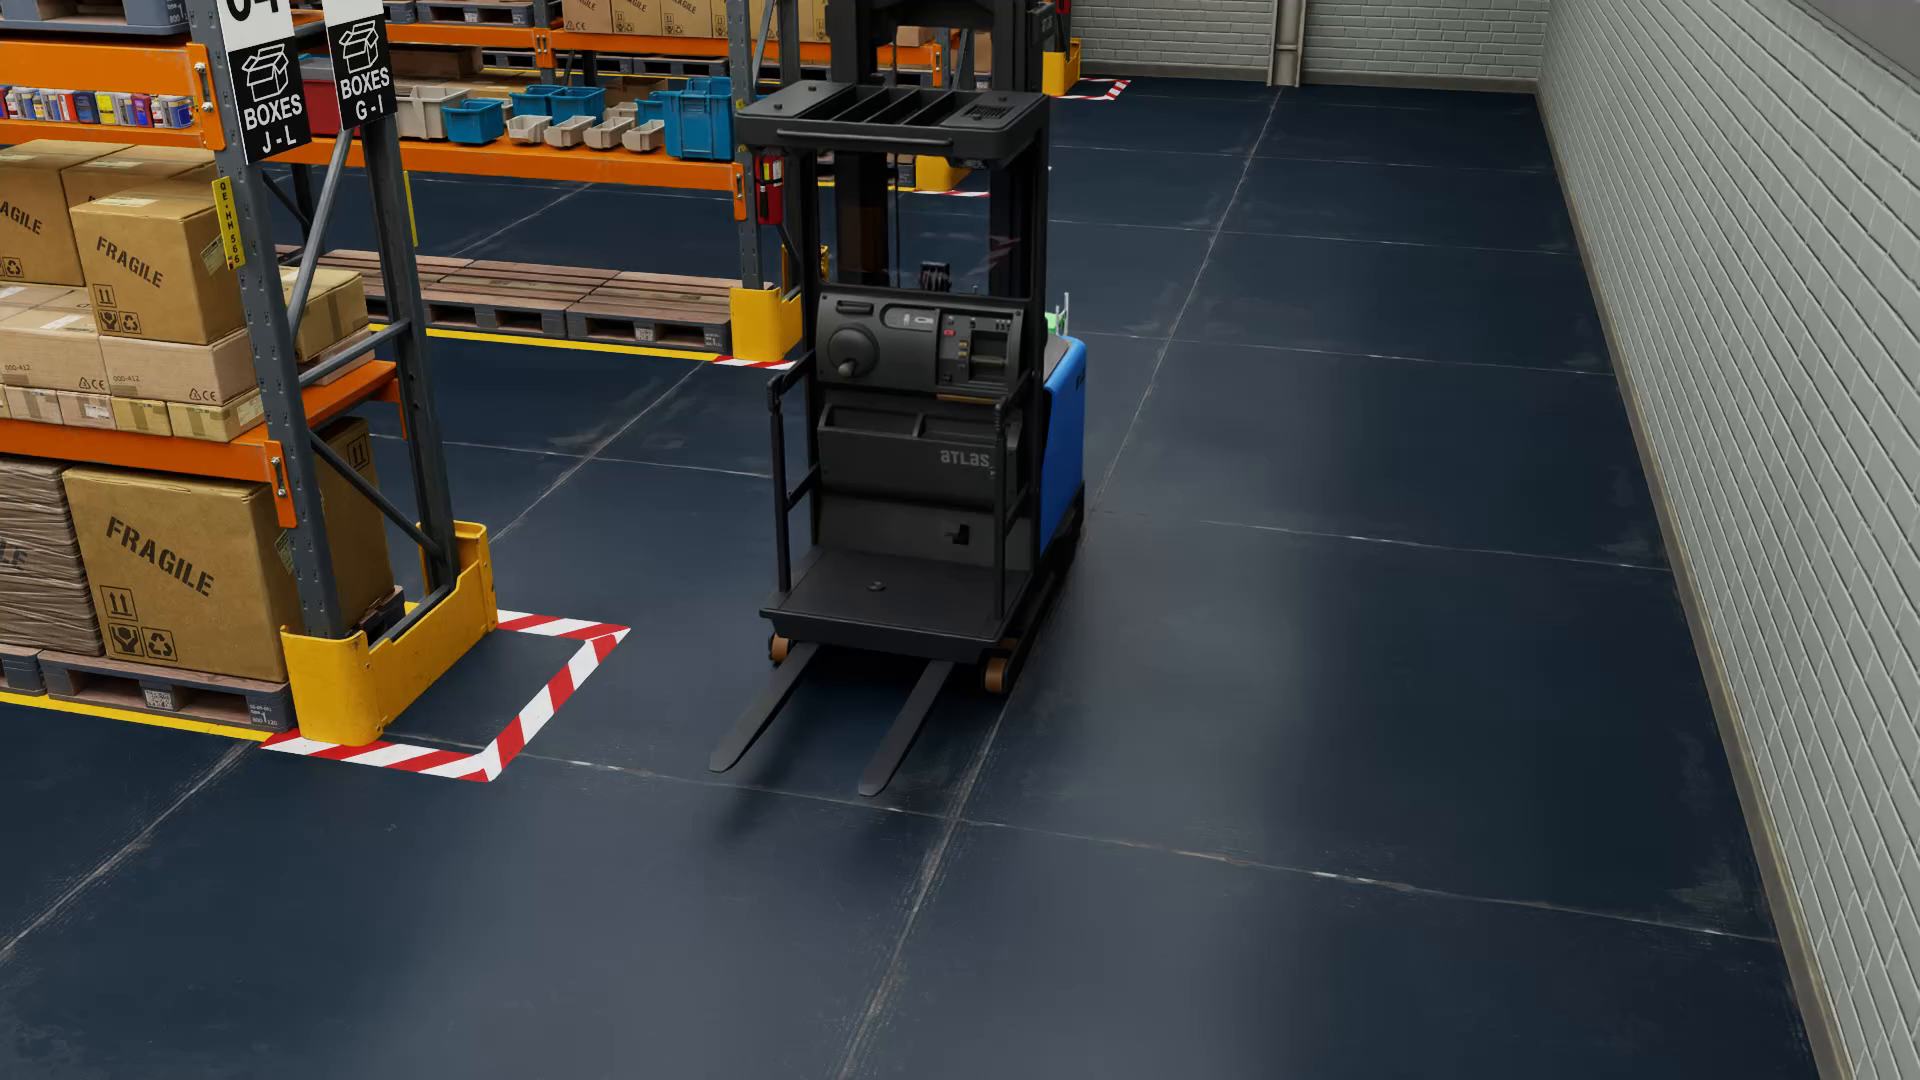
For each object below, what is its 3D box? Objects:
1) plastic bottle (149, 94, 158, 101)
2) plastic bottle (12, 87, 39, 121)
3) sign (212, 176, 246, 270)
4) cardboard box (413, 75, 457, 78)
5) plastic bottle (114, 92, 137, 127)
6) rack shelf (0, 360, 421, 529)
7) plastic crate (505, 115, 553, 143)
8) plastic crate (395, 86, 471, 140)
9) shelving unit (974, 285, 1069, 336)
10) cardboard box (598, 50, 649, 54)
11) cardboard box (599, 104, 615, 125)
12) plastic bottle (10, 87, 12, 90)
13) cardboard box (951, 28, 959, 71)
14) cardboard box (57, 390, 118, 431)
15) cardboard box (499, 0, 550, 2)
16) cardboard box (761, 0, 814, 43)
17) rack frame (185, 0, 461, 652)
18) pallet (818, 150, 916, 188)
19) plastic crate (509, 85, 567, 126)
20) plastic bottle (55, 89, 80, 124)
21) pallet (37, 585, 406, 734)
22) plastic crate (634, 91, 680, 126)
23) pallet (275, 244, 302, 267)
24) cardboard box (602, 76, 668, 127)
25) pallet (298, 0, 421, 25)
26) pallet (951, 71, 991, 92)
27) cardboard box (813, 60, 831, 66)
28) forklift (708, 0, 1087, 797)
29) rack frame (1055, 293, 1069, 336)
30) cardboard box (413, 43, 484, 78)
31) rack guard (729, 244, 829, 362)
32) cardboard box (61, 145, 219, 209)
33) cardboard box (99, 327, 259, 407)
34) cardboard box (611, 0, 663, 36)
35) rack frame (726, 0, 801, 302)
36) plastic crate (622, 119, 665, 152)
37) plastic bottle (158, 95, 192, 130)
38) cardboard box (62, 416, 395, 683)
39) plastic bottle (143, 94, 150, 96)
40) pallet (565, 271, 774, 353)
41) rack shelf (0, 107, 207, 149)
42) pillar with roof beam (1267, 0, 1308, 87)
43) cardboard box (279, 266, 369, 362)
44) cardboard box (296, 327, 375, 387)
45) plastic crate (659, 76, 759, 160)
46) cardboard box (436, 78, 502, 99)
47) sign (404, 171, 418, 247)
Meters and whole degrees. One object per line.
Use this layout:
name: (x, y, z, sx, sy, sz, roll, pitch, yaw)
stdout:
plastic bottle: (-6.157, -3.442, 12.722, 0.097, 0.201, 0.097, 0, 25, 0)
plastic bottle: (-6.815, -3.224, 12.176, 0.135, 0.276, 0.152, 6, 26, 13)
sign: (-2.664, -1.155, 6.064, 0.005, 0.325, 0.100, 6, 26, 13)
cardboard box: (-5.327, -4.634, 17.390, 0.500, 0.500, 0.500, 7, 26, 14)
plastic bottle: (-5.971, -3.131, 11.980, 0.135, 0.276, 0.152, 6, 26, 13)
rack shelf: (-4.452, -0.639, 7.439, 4.000, 0.370, 1.077, 6, 26, 13)
plastic crate: (-2.960, -2.812, 11.404, 0.250, 0.136, 0.298, 6, 26, 13)
plastic crate: (-3.722, -2.973, 11.574, 0.530, 0.282, 0.437, 6, 26, 13)
shelving unit: (0.292, -0.726, 8.880, 0.503, 1.200, 0.258, 7, 26, 14)
cardboard box: (-4.211, -6.693, 21.330, 0.750, 0.750, 0.750, 7, 26, 15)
cardboard box: (-3.565, -4.151, 16.596, 0.500, 0.311, 0.500, 6, 26, 13)
plastic bottle: (-7.281, -3.548, 12.848, 0.133, 0.283, 0.061, 6, 26, 13)
cardboard box: (-0.001, -6.084, 20.459, 0.500, 0.500, 0.700, 6, 26, 13)
cardboard box: (-3.438, -0.592, 6.796, 0.250, 0.149, 0.380, 6, 26, 13)
cardboard box: (-4.321, -5.680, 16.587, 0.500, 0.500, 0.700, -2, 26, -5)
cardboard box: (-1.531, -4.963, 15.568, 0.500, 0.500, 0.500, 7, 26, 13)
rack frame: (-2.515, -0.750, 6.835, 0.127, 3.000, 1.000, 6, 26, 13)
pallet: (-0.890, -3.707, 16.292, 1.213, 0.211, 1.003, 6, 26, 13)
plastic crate: (-3.004, -3.100, 11.896, 0.300, 0.233, 0.416, 6, 26, 13)
plastic bottle: (-6.460, -3.185, 12.094, 0.135, 0.276, 0.152, 6, 26, 13)
pallet: (-3.309, 0.456, 7.546, 1.213, 0.211, 1.003, 6, 26, 13)
plastic crate: (-2.076, -2.997, 11.681, 0.300, 0.233, 0.416, 6, 26, 13)
pallet: (-5.892, -2.081, 12.875, 1.213, 0.211, 1.003, 6, 26, 13)
cardboard box: (-3.296, -4.429, 16.959, 0.500, 0.500, 0.500, 6, 26, 13)
pallet: (-5.907, -5.437, 16.904, 1.213, 0.211, 1.003, 6, 26, 13)
pallet: (0.392, -5.730, 20.540, 1.213, 0.211, 1.003, 6, 26, 13)
cardboard box: (-1.503, -6.247, 20.802, 0.500, 0.500, 0.700, 6, 26, 12)
forklift: (-0.236, -0.829, 7.082, 1.130, 2.935, 3.031, 7, 26, 14)
rack frame: (0.527, -0.698, 8.820, 0.015, 1.200, 0.240, 7, 26, 14)
cardboard box: (-5.294, -4.970, 17.224, 0.500, 0.250, 0.500, 6, 26, 13)
rack guard: (-1.255, -1.686, 11.709, 0.348, 0.500, 1.175, 6, 26, 13)
cardboard box: (-3.397, -1.372, 7.099, 0.500, 0.500, 0.500, 6, 26, 12)
cardboard box: (-3.050, -0.758, 6.680, 0.500, 0.250, 0.500, 6, 26, 12)
cardboard box: (-2.996, -5.125, 15.909, 0.500, 0.500, 0.500, 7, 26, 14)
rack frame: (-1.281, -2.812, 11.166, 0.127, 3.000, 1.000, 6, 26, 13)
plastic crate: (-2.116, -2.732, 11.235, 0.243, 0.136, 0.396, 6, 26, 13)
plastic bottle: (-5.618, -3.091, 11.898, 0.135, 0.276, 0.152, 6, 26, 13)
cardboard box: (-3.155, -0.015, 7.275, 0.875, 0.875, 0.875, 6, 26, 13)
plastic bottle: (-6.264, -3.499, 12.746, 0.133, 0.283, 0.061, 6, 26, 13)
pallet: (-2.070, -1.657, 11.985, 1.213, 0.211, 1.003, 6, 26, 13)
rack shelf: (-7.092, -3.129, 12.670, 4.000, 0.370, 1.077, 6, 26, 13)
pillar with roof beam: (2.944, -7.924, 14.924, 0.400, 9.000, 9.100, 6, 26, 13)
cardboard box: (-2.913, -0.980, 7.147, 0.500, 0.250, 0.500, 6, 26, 12)
cardboard box: (-2.777, -0.812, 7.257, 0.250, 0.149, 0.380, 7, 26, 14)
plastic crate: (-1.652, -2.813, 11.058, 0.499, 0.435, 0.616, 6, 26, 13)
cardboard box: (-4.944, -4.362, 16.818, 0.500, 0.500, 0.500, 6, 26, 13)
sign: (-2.371, -1.407, 7.116, 0.005, 0.325, 0.100, 6, 26, 13)
